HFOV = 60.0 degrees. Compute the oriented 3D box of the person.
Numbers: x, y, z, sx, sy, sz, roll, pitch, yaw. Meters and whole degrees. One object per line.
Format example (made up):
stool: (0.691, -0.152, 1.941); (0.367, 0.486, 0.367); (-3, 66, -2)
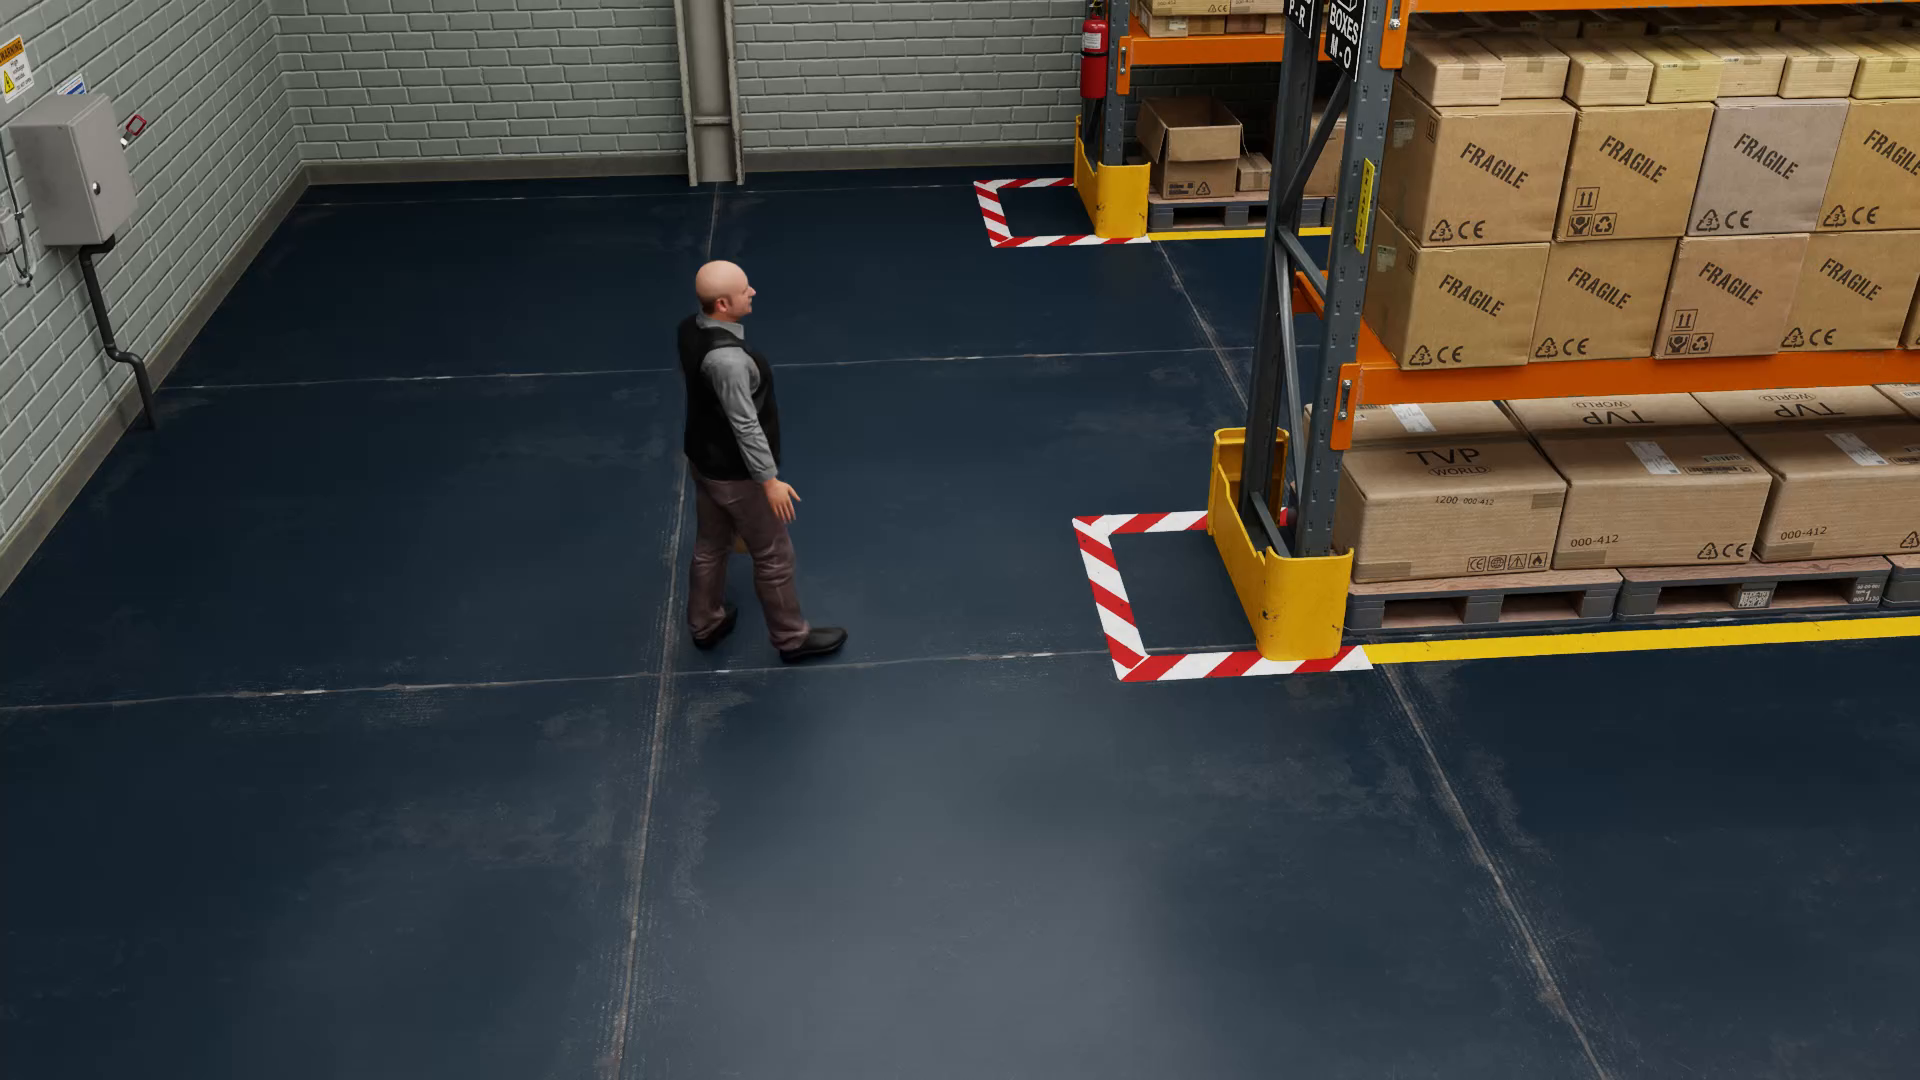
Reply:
person: (-0.816, -0.298, 6.625); (0.611, 1.718, 0.669); (-14, 34, -22)
